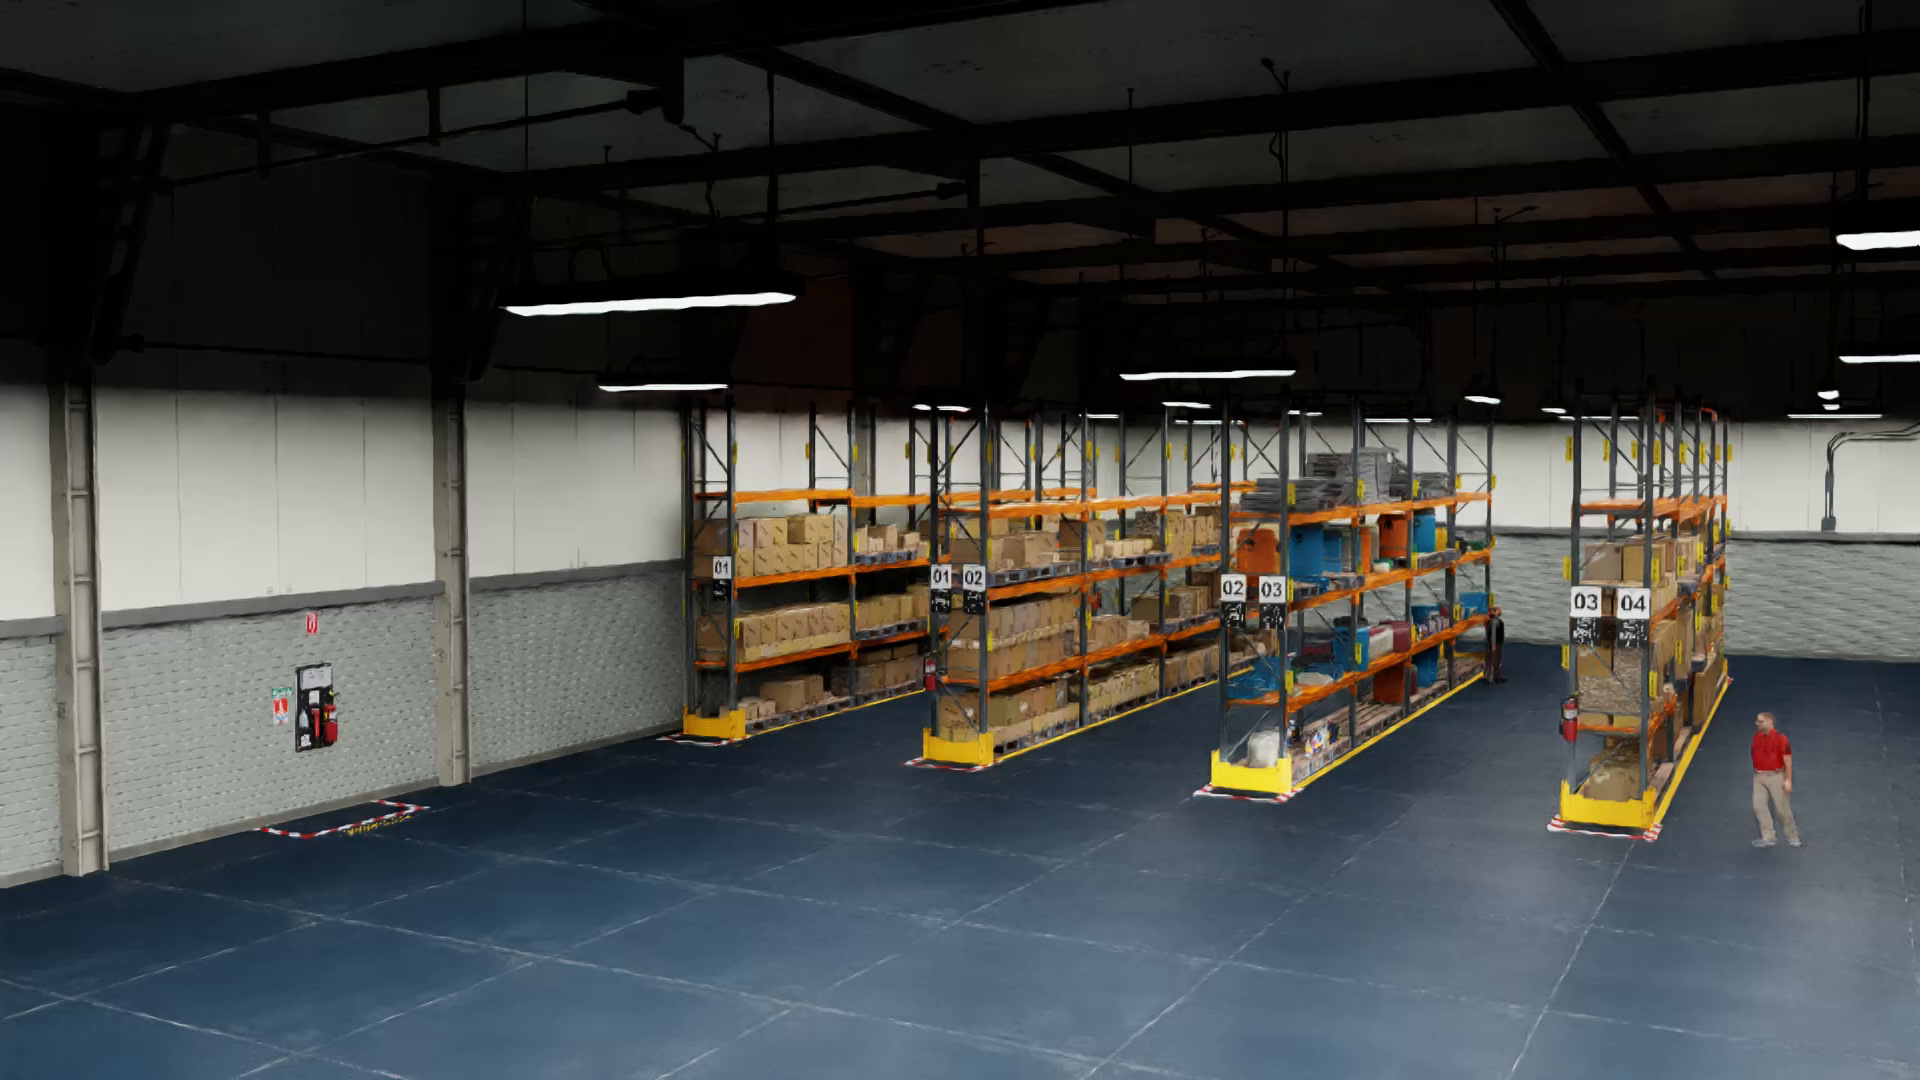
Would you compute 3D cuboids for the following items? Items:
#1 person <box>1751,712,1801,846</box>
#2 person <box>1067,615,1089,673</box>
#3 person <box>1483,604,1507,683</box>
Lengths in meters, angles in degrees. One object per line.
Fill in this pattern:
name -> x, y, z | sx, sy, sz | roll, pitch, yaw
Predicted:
person -> 10.382, 3.035, 21.156 | 0.574, 1.715, 0.594 | -1, 3, -25
person -> 2.520, 2.367, 35.084 | 0.625, 1.596, 0.517 | 1, 3, 26
person -> 11.637, 2.236, 36.133 | 0.496, 1.718, 0.703 | 1, 3, 21
